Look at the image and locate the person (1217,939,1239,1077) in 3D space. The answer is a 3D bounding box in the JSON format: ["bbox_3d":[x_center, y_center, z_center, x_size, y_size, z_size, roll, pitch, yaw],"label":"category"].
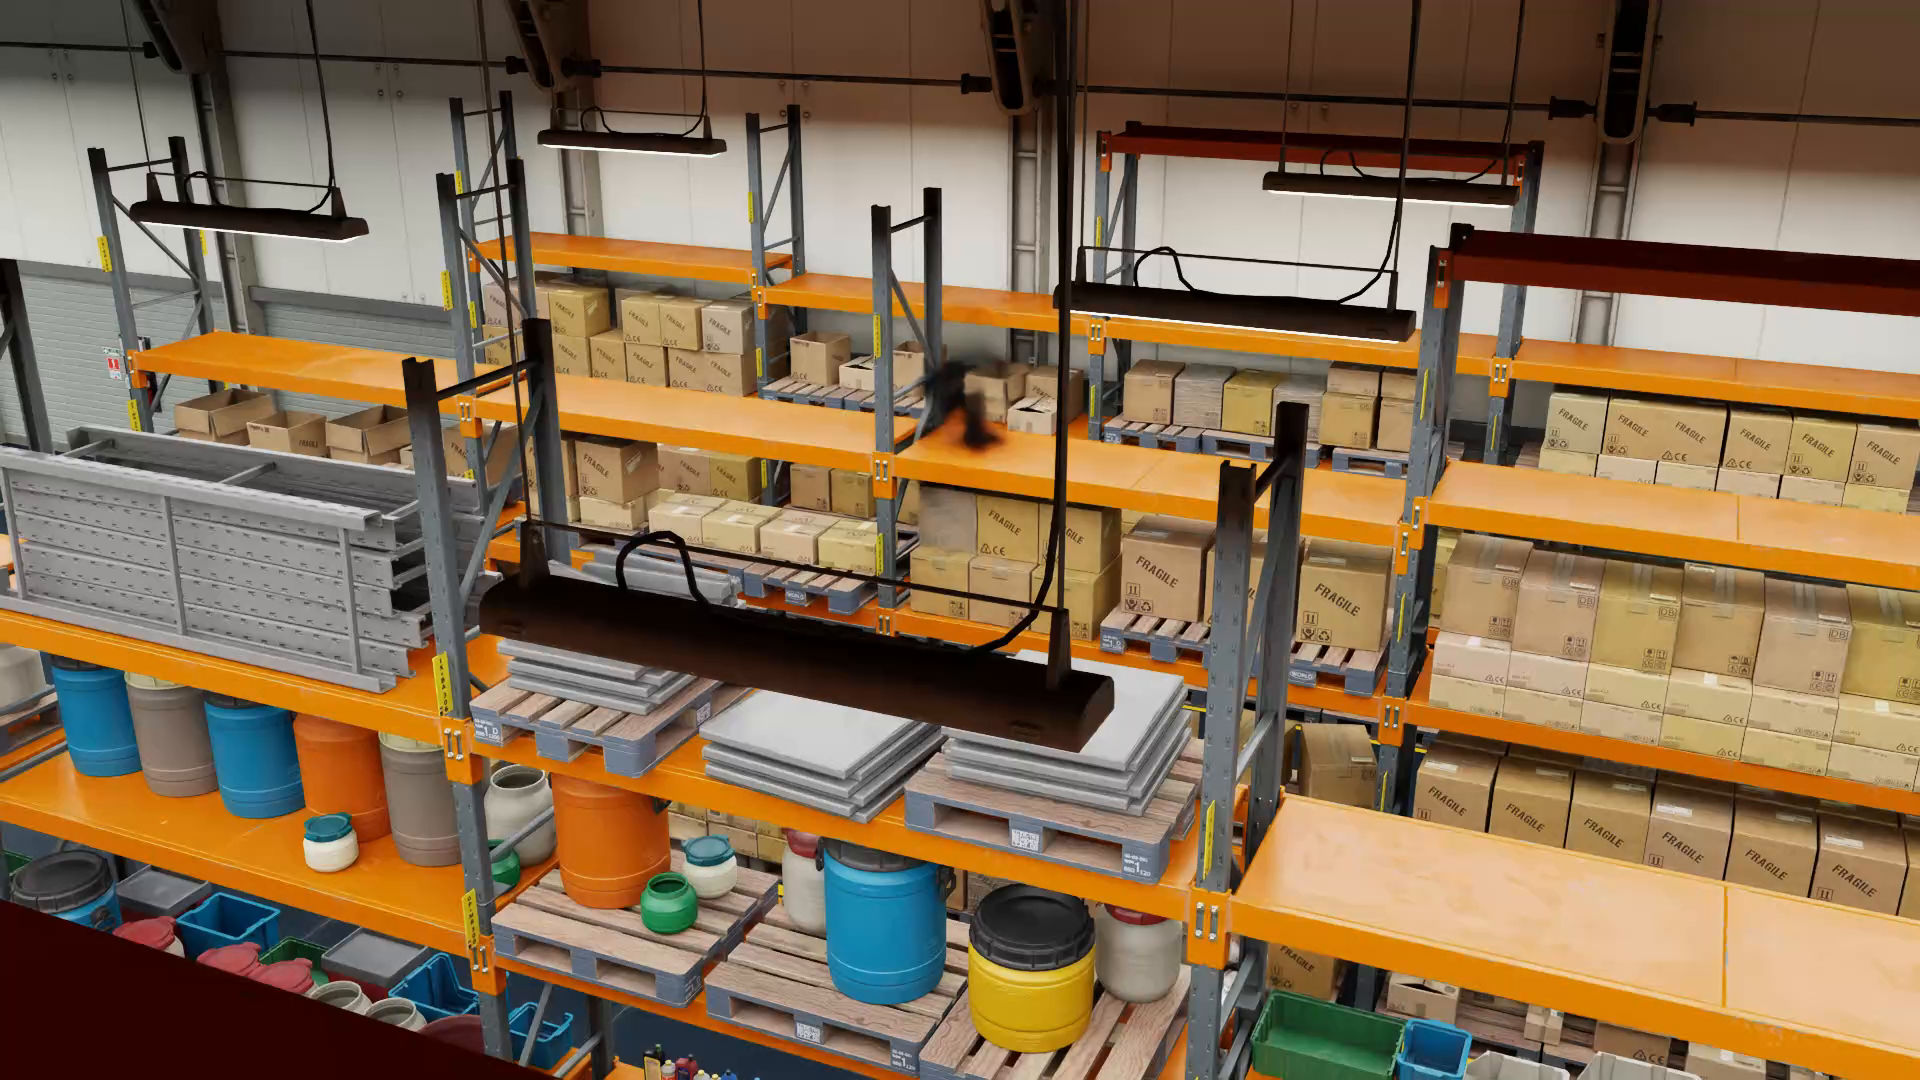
[{"bbox_3d":[1.718,3.383,11.279,0.715,1.650,0.543,5,21,12],"label":"person"}]
